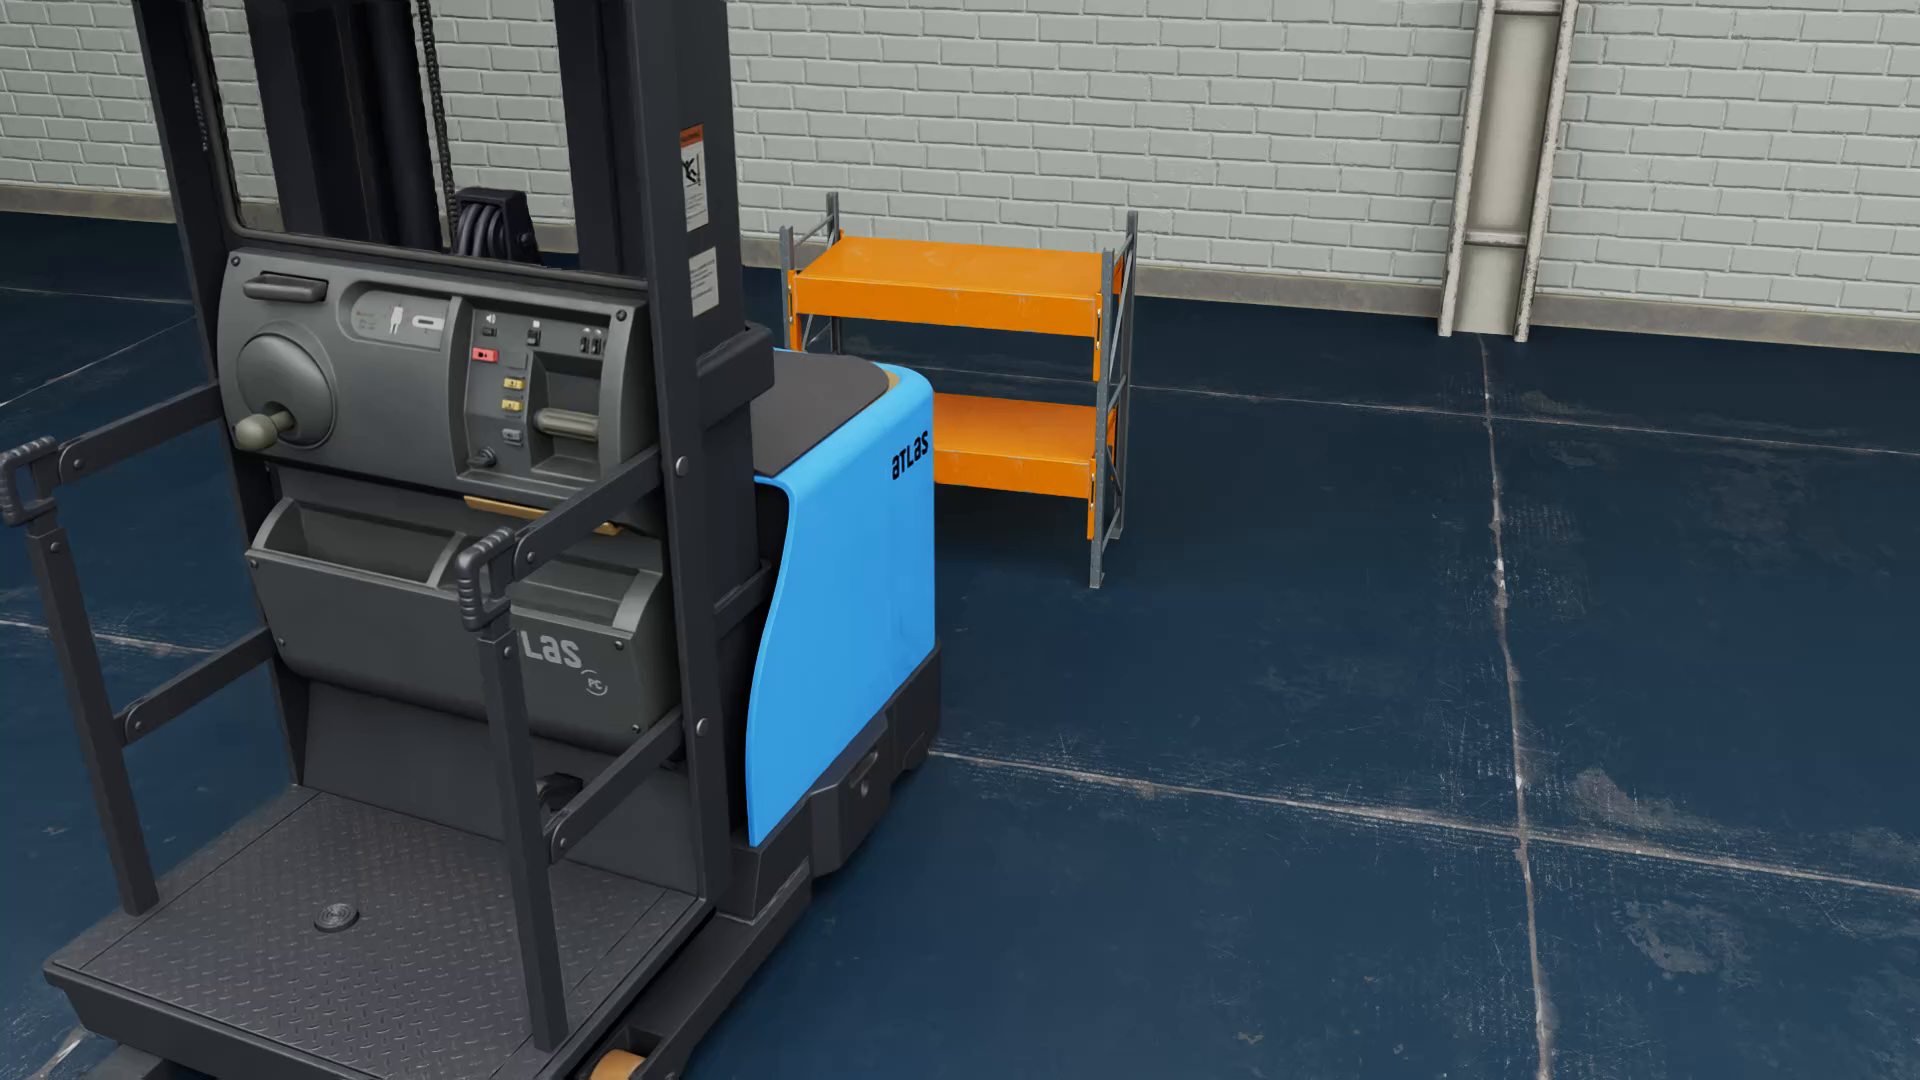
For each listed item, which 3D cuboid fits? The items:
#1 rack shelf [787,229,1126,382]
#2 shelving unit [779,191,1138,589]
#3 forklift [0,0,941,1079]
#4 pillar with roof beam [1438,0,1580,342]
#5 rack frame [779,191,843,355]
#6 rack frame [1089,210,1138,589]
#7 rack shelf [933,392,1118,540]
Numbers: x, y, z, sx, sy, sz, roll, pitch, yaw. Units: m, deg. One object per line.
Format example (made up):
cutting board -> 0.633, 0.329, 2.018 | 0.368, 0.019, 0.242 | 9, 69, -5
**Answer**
rack shelf -> 0.007, -0.771, 5.381 | 1.000, 0.278, 0.538 | 6, 26, 13
shelving unit -> 0.007, -0.507, 5.507 | 1.048, 1.125, 0.538 | 6, 26, 13
forklift -> -1.091, -0.279, 2.926 | 1.130, 2.935, 3.031 | 10, 27, 21
pillar with roof beam -> 1.388, -3.268, 2.145 | 0.400, 9.000, 9.100 | 6, 26, 13
rack frame -> -0.486, -0.562, 5.621 | 0.032, 1.125, 0.500 | 6, 26, 13
rack frame -> 0.499, -0.453, 5.392 | 0.032, 1.125, 0.500 | 6, 26, 13
rack shelf -> 0.007, -0.286, 5.612 | 1.000, 0.278, 0.538 | 6, 26, 13
